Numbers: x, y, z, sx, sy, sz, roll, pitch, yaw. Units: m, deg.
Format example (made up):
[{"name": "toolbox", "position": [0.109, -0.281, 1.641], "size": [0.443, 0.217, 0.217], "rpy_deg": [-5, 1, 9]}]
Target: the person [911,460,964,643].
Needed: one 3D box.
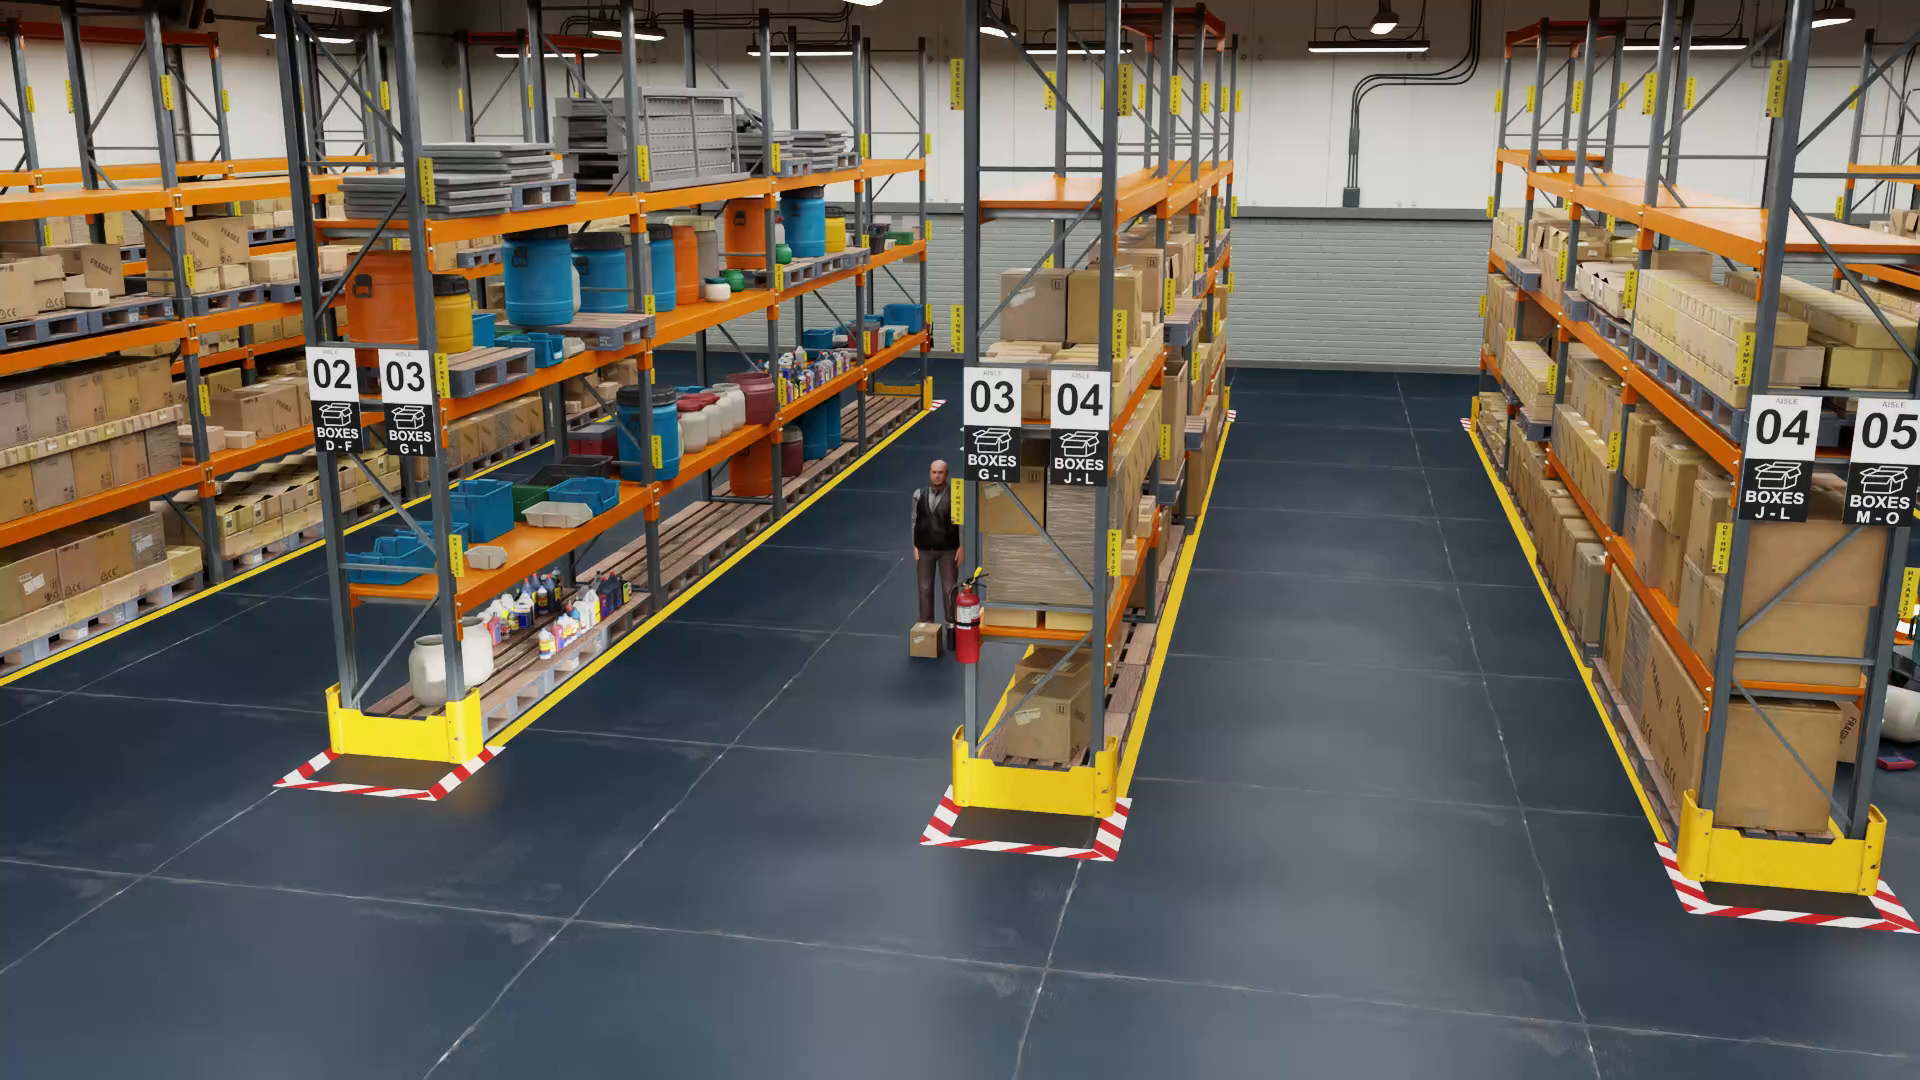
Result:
[{"name": "person", "position": [-0.205, 0.110, 15.672], "size": [0.535, 1.740, 0.361], "rpy_deg": [3, 15, 13]}]
